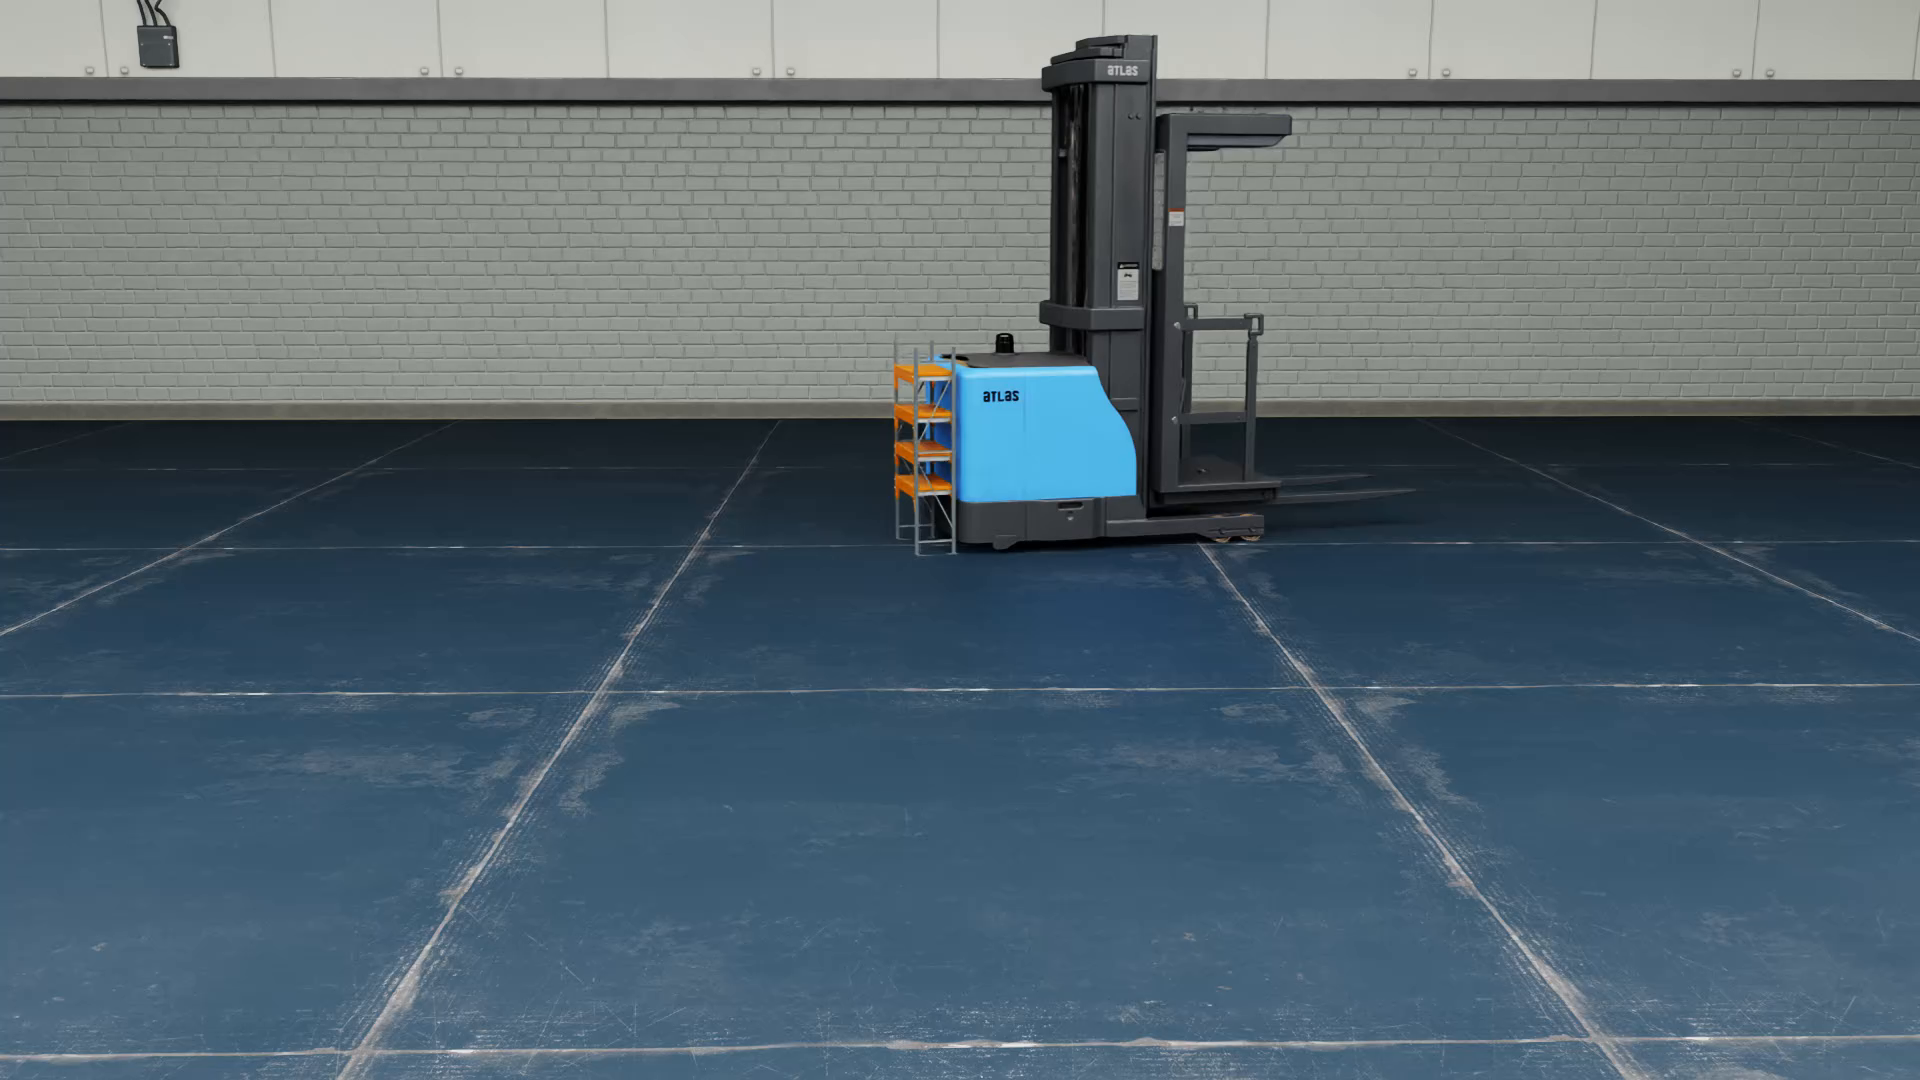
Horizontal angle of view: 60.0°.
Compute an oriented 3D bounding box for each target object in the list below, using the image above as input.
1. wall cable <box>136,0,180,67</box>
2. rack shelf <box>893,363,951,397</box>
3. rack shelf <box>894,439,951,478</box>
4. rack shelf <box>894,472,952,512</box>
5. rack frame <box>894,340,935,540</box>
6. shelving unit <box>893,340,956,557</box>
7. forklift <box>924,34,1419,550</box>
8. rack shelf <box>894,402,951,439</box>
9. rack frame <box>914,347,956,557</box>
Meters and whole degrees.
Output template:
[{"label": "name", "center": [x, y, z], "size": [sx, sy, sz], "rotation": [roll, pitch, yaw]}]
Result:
[{"label": "wall cable", "center": [-6.192, -7.199, 14.359], "size": [2.305, 6.003, 0.169], "rotation": [0, 11, -1]}, {"label": "rack shelf", "center": [-0.207, -0.932, 9.658], "size": [0.258, 0.148, 0.480], "rotation": [-3, 12, -15]}, {"label": "rack shelf", "center": [-0.207, -0.481, 9.749], "size": [0.258, 0.148, 0.480], "rotation": [-3, 12, -15]}, {"label": "rack shelf", "center": [-0.207, -0.286, 9.789], "size": [0.258, 0.148, 0.480], "rotation": [-3, 12, -15]}, {"label": "rack frame", "center": [-0.272, -0.593, 9.966], "size": [0.240, 1.200, 0.015], "rotation": [-3, 12, -15]}, {"label": "shelving unit", "center": [-0.207, -0.547, 9.736], "size": [0.258, 1.200, 0.503], "rotation": [-3, 12, -15]}, {"label": "forklift", "center": [1.346, -1.517, 10.166], "size": [3.031, 2.935, 1.130], "rotation": [-3, 12, -14]}, {"label": "rack shelf", "center": [-0.207, -0.700, 9.705], "size": [0.258, 0.148, 0.480], "rotation": [-3, 12, -15]}, {"label": "rack frame", "center": [-0.143, -0.500, 9.505], "size": [0.240, 1.200, 0.015], "rotation": [-3, 12, -15]}]
